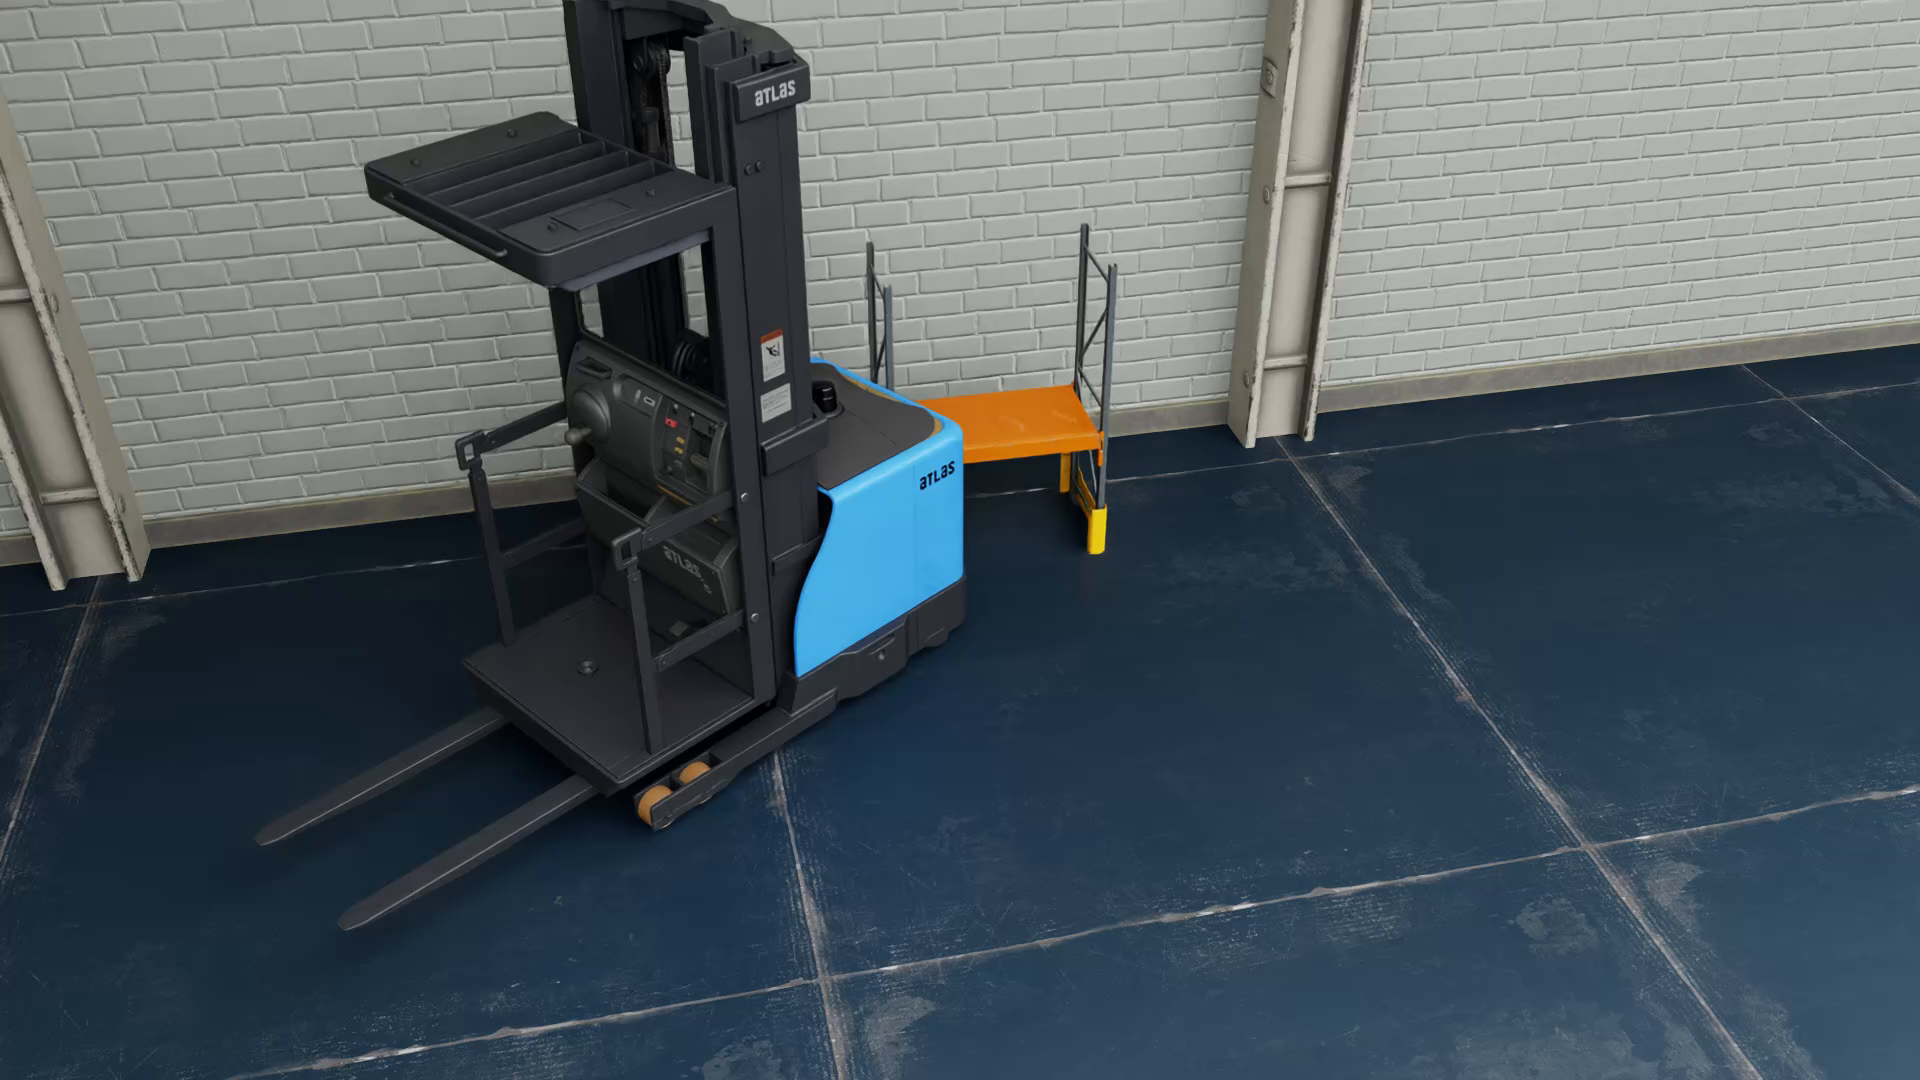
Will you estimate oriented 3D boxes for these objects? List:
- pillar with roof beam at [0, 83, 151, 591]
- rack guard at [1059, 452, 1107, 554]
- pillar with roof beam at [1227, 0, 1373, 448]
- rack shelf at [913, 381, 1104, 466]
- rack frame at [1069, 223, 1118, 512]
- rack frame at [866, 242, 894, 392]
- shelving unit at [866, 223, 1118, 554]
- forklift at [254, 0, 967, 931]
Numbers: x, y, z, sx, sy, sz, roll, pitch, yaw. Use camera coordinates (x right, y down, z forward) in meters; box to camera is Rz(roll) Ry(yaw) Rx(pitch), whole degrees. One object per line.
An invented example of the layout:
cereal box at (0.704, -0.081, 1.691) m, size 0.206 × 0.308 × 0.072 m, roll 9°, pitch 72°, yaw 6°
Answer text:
pillar with roof beam at (-3.202, -1.264, 2.058) m, size 0.400 × 9.000 × 9.100 m, roll -7°, pitch 35°, yaw -11°
rack guard at (0.613, -0.199, 8.323) m, size 0.087 × 0.250 × 0.587 m, roll -7°, pitch 34°, yaw -10°
pillar with roof beam at (2.650, -2.001, 3.157) m, size 0.400 × 9.000 × 9.100 m, roll -7°, pitch 35°, yaw -11°
rack shelf at (0.135, -0.511, 7.989) m, size 1.000 × 0.185 × 0.538 m, roll -7°, pitch 34°, yaw -10°
rack frame at (0.632, -0.721, 7.978) m, size 0.032 × 1.500 × 0.500 m, roll -7°, pitch 34°, yaw -10°
rack frame at (-0.362, -0.601, 7.799) m, size 0.032 × 1.500 × 0.500 m, roll -7°, pitch 34°, yaw -10°
shelving unit at (0.126, -0.660, 7.887) m, size 1.083 × 1.500 × 0.587 m, roll -7°, pitch 34°, yaw -10°
forklift at (-1.349, -0.405, 6.222) m, size 1.130 × 2.935 × 3.031 m, roll 28°, pitch 43°, yaw 35°
